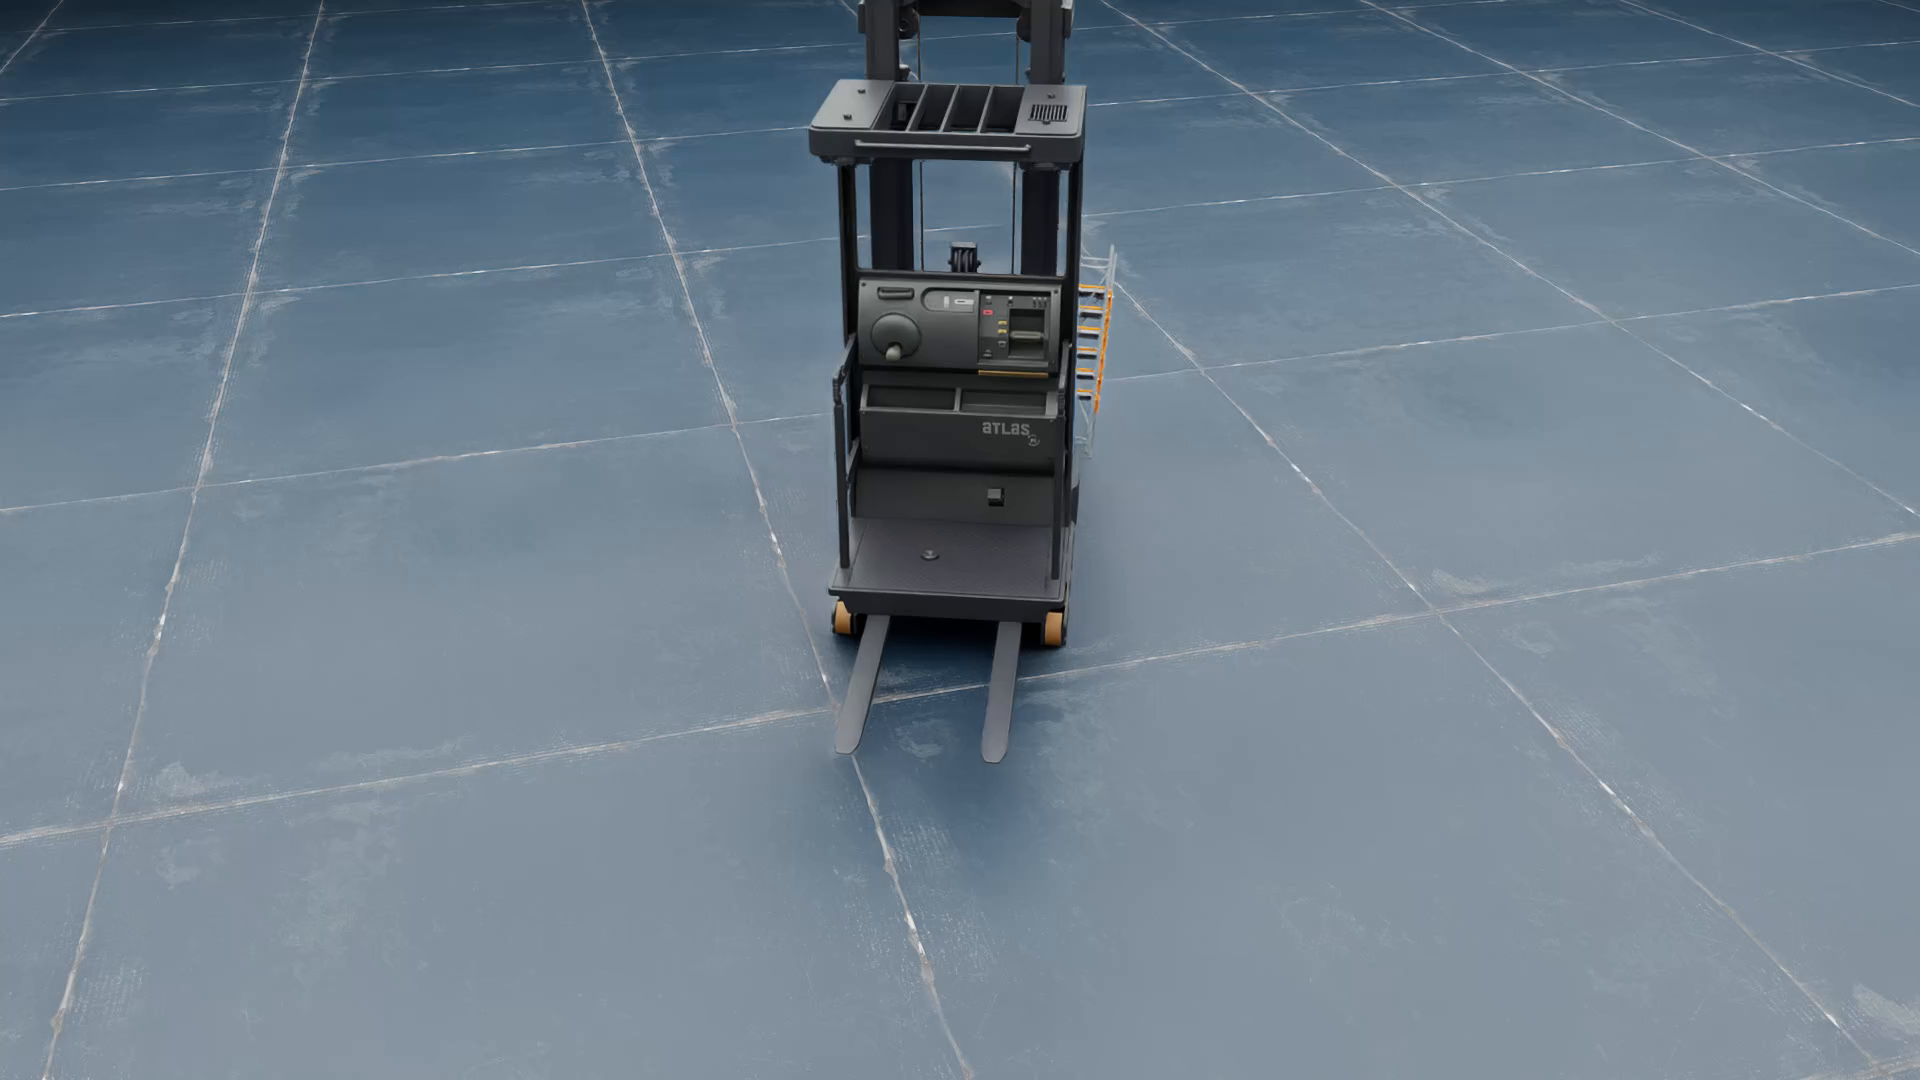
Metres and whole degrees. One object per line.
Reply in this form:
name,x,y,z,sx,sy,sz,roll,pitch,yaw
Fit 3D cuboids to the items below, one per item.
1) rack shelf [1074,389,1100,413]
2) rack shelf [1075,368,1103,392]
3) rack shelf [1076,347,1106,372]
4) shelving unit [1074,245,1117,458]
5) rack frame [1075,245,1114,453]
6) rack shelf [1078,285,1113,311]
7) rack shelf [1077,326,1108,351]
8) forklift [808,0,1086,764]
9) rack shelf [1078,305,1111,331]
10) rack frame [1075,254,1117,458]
rack shelf,0.664,-0.806,9.516,0.258,0.103,0.180,7,-4,11
rack shelf,0.679,-0.925,9.525,0.258,0.103,0.180,7,-4,11
rack shelf,0.695,-1.044,9.533,0.258,0.103,0.180,7,-4,11
shelving unit,0.701,-1.088,9.537,0.258,1.200,0.189,7,-4,11
rack frame,0.684,-1.097,9.447,0.240,1.200,0.006,7,-4,11
rack shelf,0.742,-1.400,9.559,0.258,0.103,0.180,7,-4,11
rack shelf,0.711,-1.162,9.542,0.258,0.103,0.180,7,-4,11
forklift,-0.024,-0.944,7.455,1.130,2.935,3.031,3,30,5
rack shelf,0.726,-1.281,9.551,0.258,0.103,0.180,7,-4,11
rack frame,0.718,-1.079,9.626,0.240,1.200,0.006,7,-4,11
